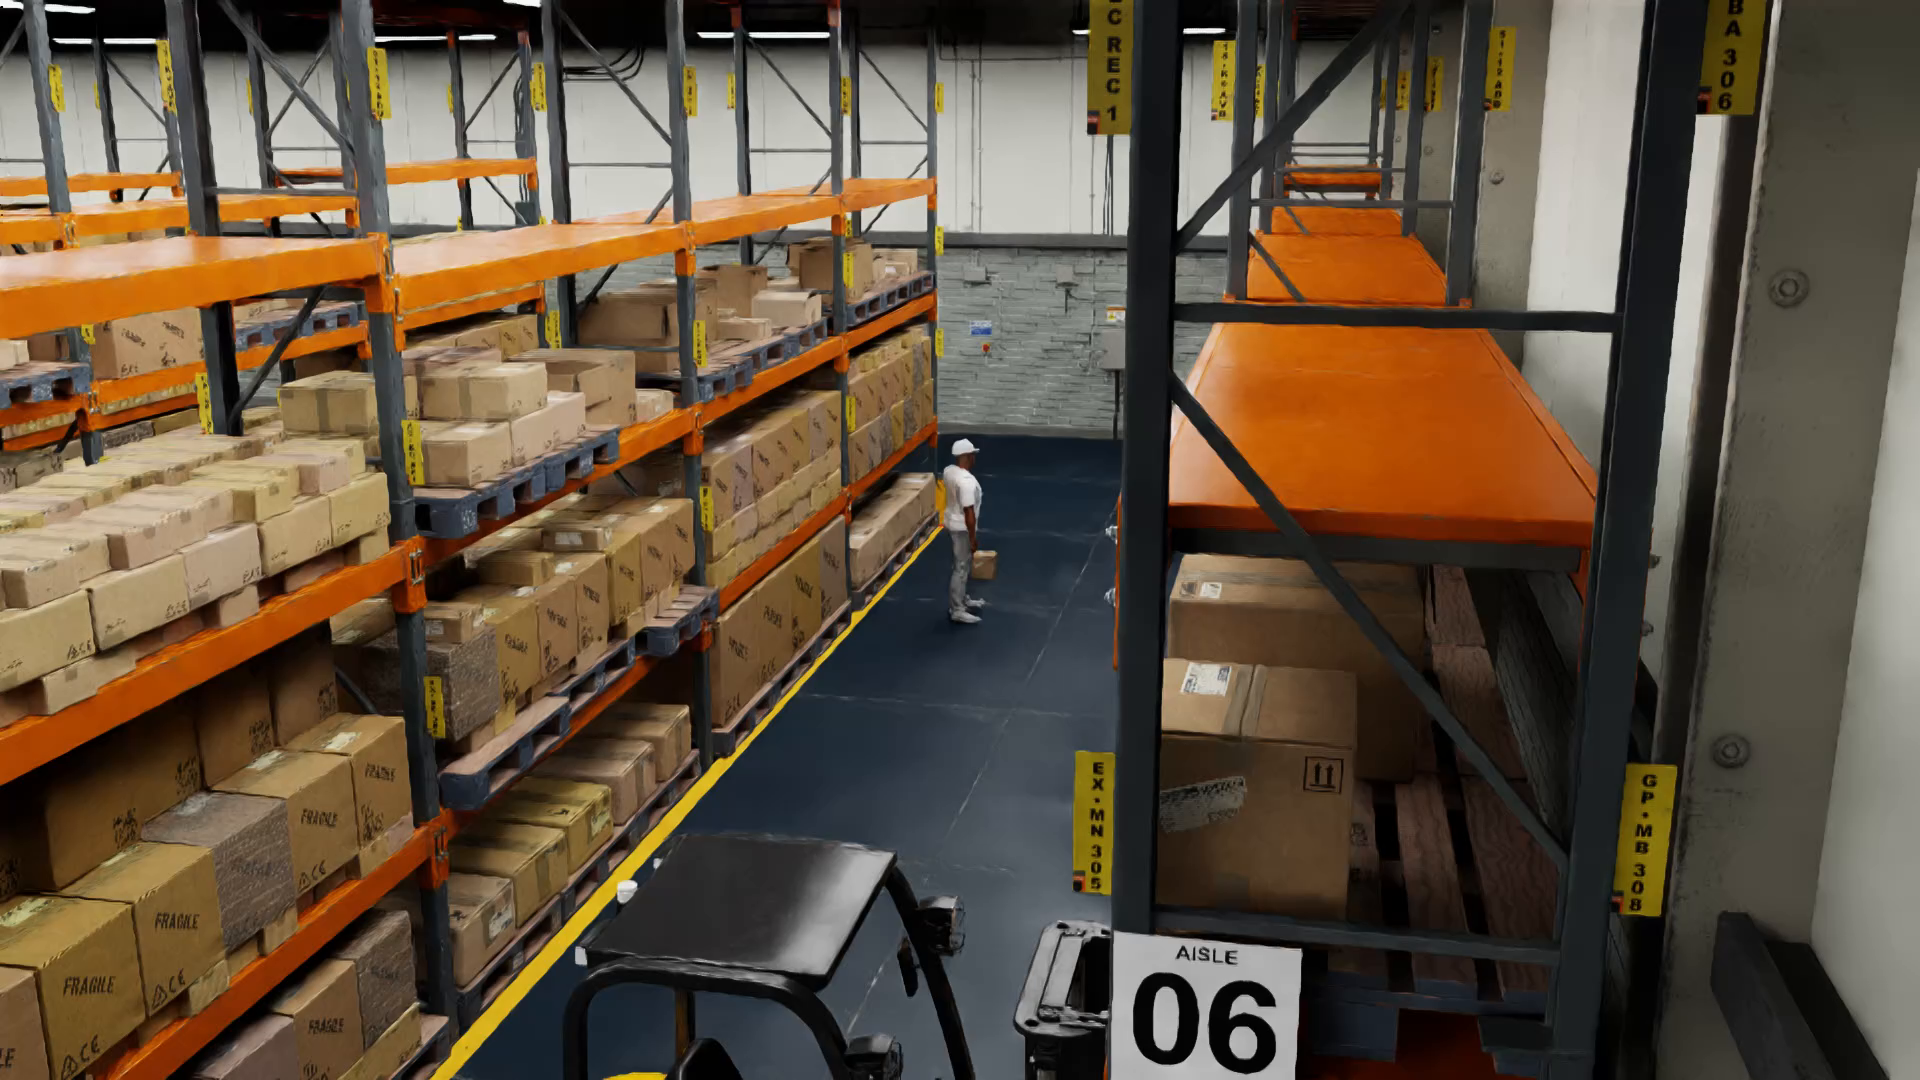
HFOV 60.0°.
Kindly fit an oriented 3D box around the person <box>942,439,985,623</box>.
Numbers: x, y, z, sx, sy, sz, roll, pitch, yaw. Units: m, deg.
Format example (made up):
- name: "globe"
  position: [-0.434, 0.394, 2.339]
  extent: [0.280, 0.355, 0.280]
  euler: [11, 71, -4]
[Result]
- name: "person"
  position: [0.073, -0.121, 16.305]
  extent: [0.462, 1.770, 0.648]
  euler: [-5, 15, -17]
